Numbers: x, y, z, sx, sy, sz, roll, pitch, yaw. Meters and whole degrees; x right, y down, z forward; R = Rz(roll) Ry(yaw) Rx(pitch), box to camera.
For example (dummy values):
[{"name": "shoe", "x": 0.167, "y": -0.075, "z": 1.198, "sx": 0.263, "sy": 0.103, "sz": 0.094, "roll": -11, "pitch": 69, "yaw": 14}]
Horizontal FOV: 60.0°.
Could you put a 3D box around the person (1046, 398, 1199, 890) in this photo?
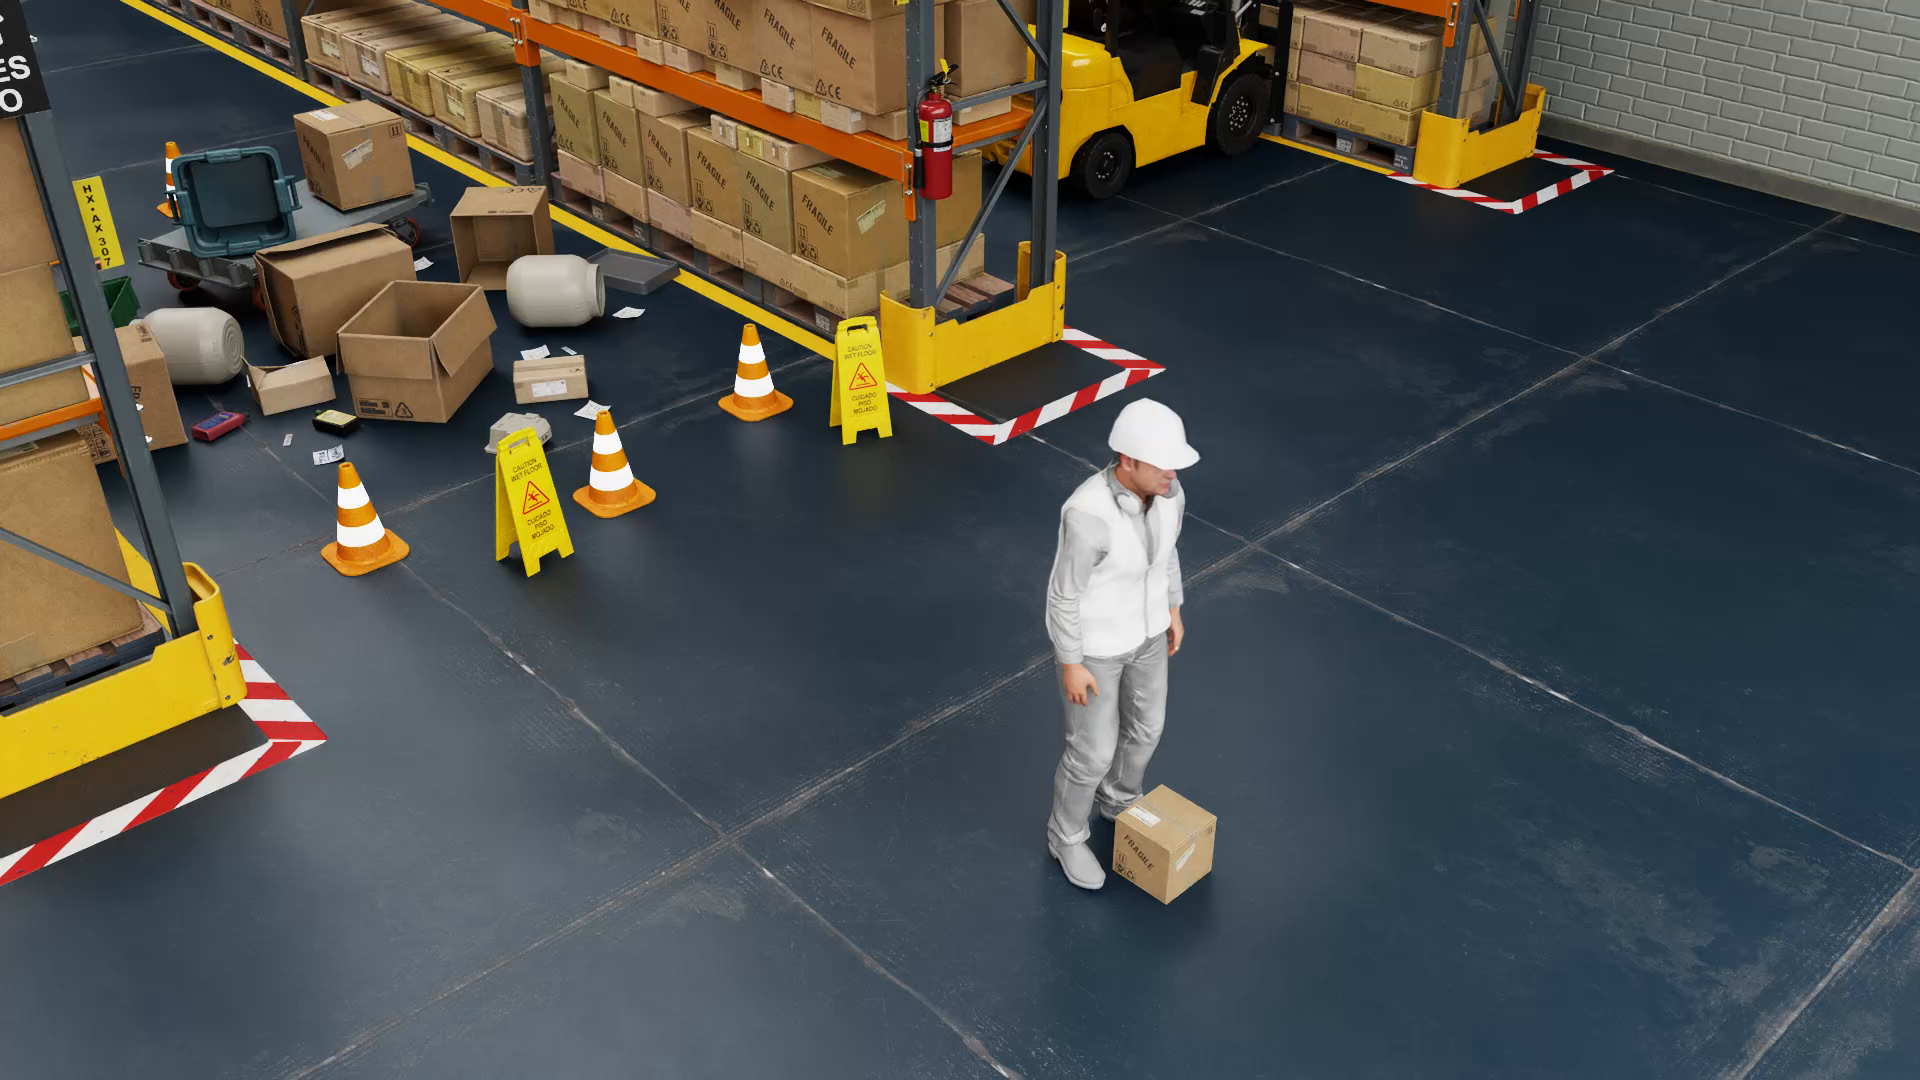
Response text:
[{"name": "person", "x": 0.533, "y": 0.322, "z": 5.587, "sx": 0.580, "sy": 1.769, "sz": 0.461, "roll": -26, "pitch": 40, "yaw": -35}]
